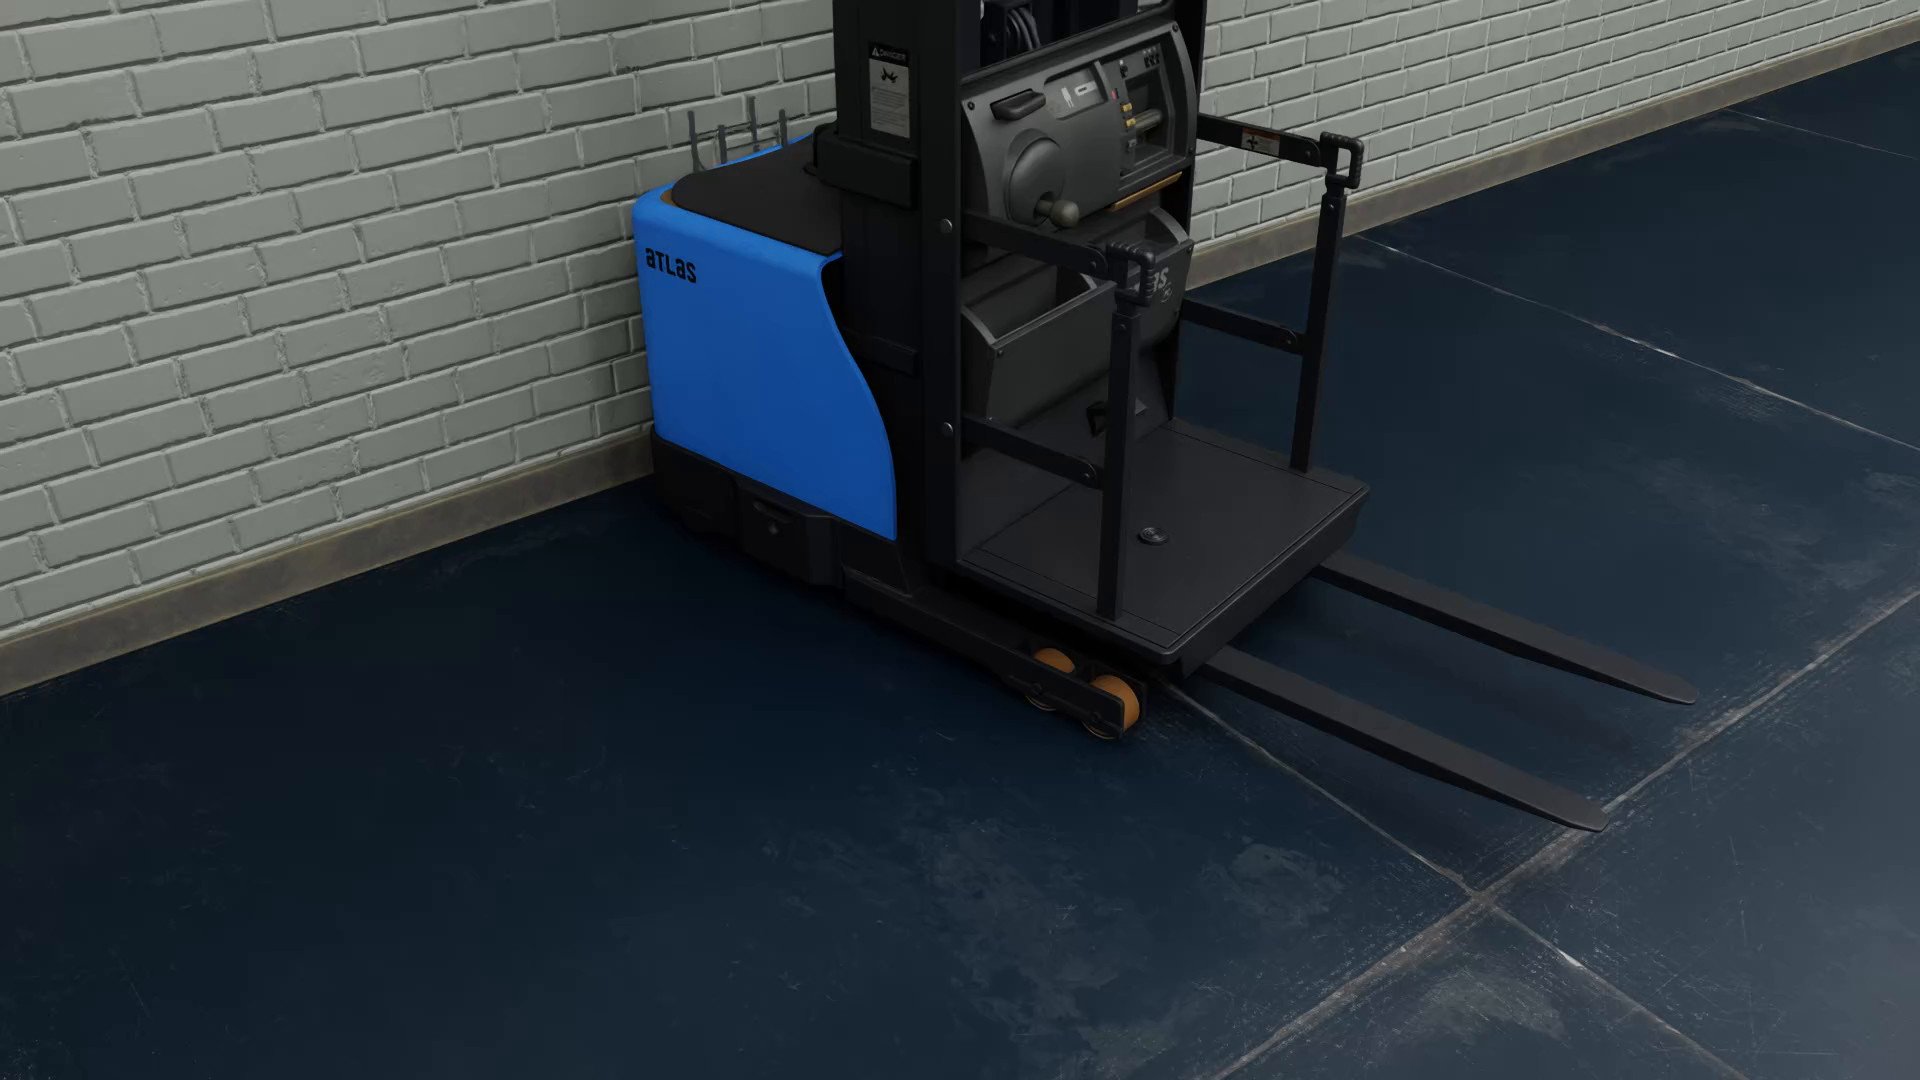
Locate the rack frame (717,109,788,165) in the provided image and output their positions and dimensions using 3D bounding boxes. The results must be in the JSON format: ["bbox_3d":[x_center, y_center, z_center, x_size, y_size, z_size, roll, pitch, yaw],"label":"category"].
[{"bbox_3d":[-0.625,-0.783,5.398,0.240,1.200,0.006,-23,38,-31],"label":"rack frame"}]

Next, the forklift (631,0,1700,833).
[{"bbox_3d":[0.488,-1.036,4.139,3.031,2.935,1.130,23,39,32],"label":"forklift"}]

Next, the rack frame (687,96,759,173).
[{"bbox_3d":[-0.737,-0.857,5.522,0.240,1.200,0.006,-23,38,-31],"label":"rack frame"}]

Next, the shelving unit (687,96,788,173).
[{"bbox_3d":[-0.681,-0.820,5.460,0.258,1.200,0.189,-23,38,-31],"label":"shelving unit"}]
